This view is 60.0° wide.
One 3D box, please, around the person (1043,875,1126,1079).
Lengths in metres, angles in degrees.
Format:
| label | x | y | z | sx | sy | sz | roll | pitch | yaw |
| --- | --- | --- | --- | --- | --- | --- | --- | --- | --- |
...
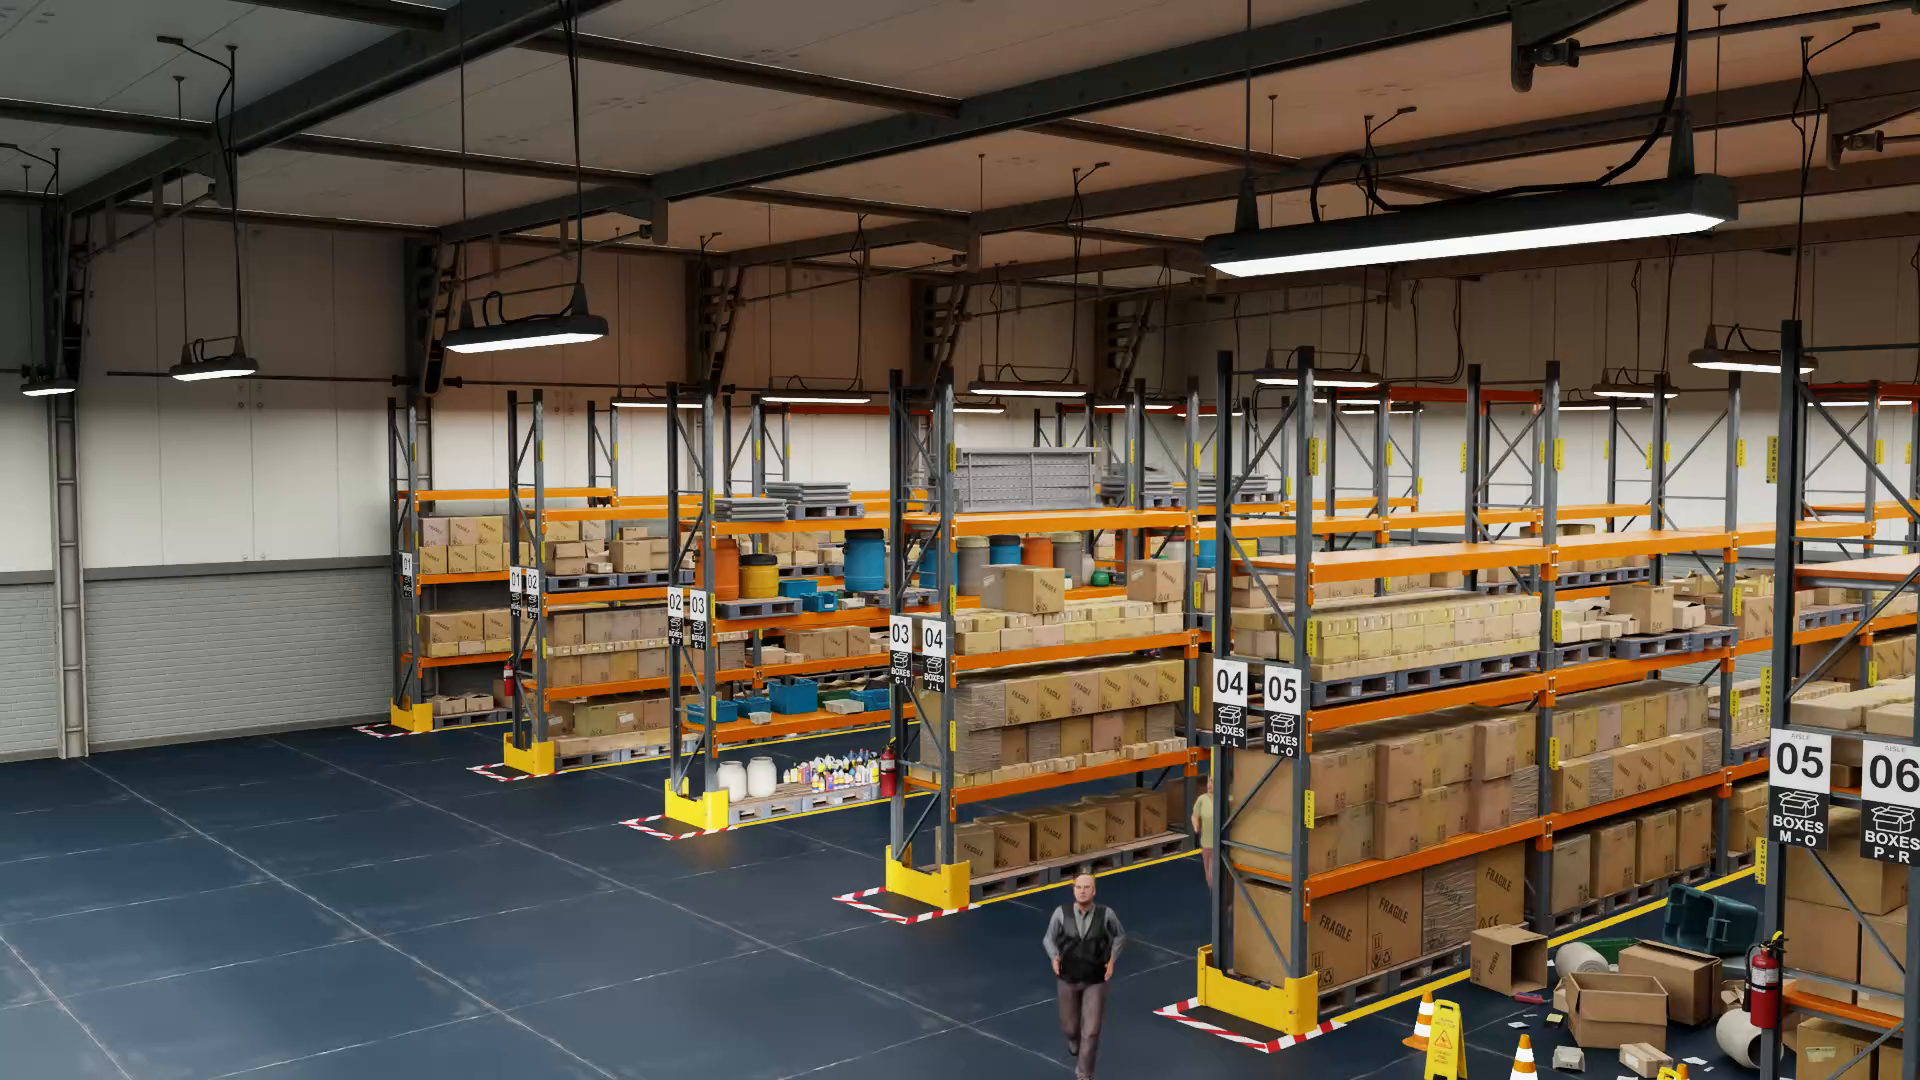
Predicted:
| label | x | y | z | sx | sy | sz | roll | pitch | yaw |
| --- | --- | --- | --- | --- | --- | --- | --- | --- | --- |
| person | 0.997 | 3.542 | 13.380 | 0.665 | 1.716 | 0.841 | 1 | 3 | 9 |

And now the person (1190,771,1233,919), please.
| label | x | y | z | sx | sy | sz | roll | pitch | yaw |
| --- | --- | --- | --- | --- | --- | --- | --- | --- | --- |
| person | 2.745 | 3.312 | 17.731 | 0.597 | 1.732 | 0.711 | 3 | 4 | 39 |
